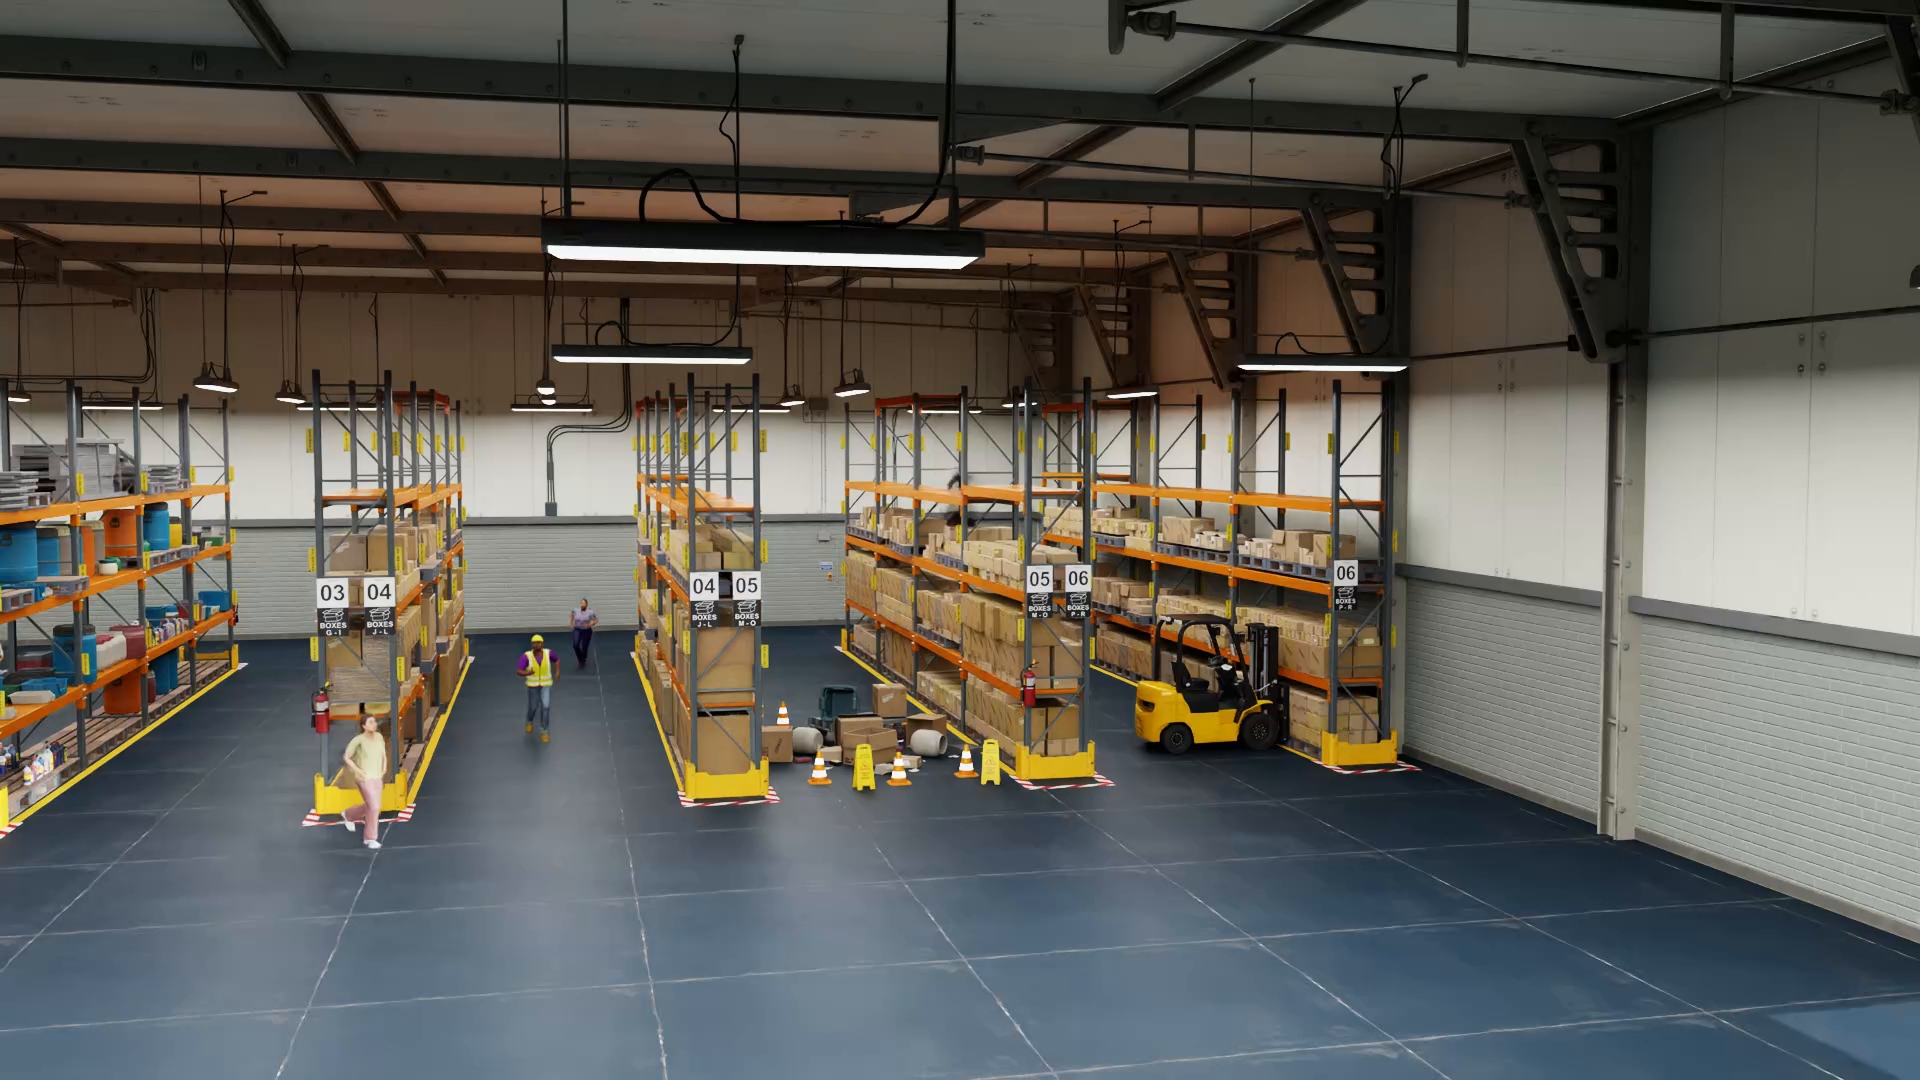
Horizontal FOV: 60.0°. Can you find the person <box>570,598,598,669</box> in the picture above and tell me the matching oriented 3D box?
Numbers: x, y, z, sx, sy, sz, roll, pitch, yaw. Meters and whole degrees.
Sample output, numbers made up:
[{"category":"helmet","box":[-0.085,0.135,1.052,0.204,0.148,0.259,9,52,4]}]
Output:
[{"category":"person","box":[-8.398,2.091,37.193,0.641,1.623,0.797,0,3,-5]}]

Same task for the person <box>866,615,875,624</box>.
[{"category":"person","box":[-2.200,1.716,41.773,0.850,1.756,0.685,2,4,26]}]

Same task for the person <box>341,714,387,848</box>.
[{"category":"person","box":[-7.467,2.989,20.832,0.708,1.665,0.589,2,4,31]}]

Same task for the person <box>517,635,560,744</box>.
[{"category":"person","box":[-7.139,2.490,28.182,0.711,1.800,0.957,-1,3,-18]}]

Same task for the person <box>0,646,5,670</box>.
[{"category":"person","box":[-17.934,2.434,30.612,0.607,1.627,0.549,-1,4,-21]}]
